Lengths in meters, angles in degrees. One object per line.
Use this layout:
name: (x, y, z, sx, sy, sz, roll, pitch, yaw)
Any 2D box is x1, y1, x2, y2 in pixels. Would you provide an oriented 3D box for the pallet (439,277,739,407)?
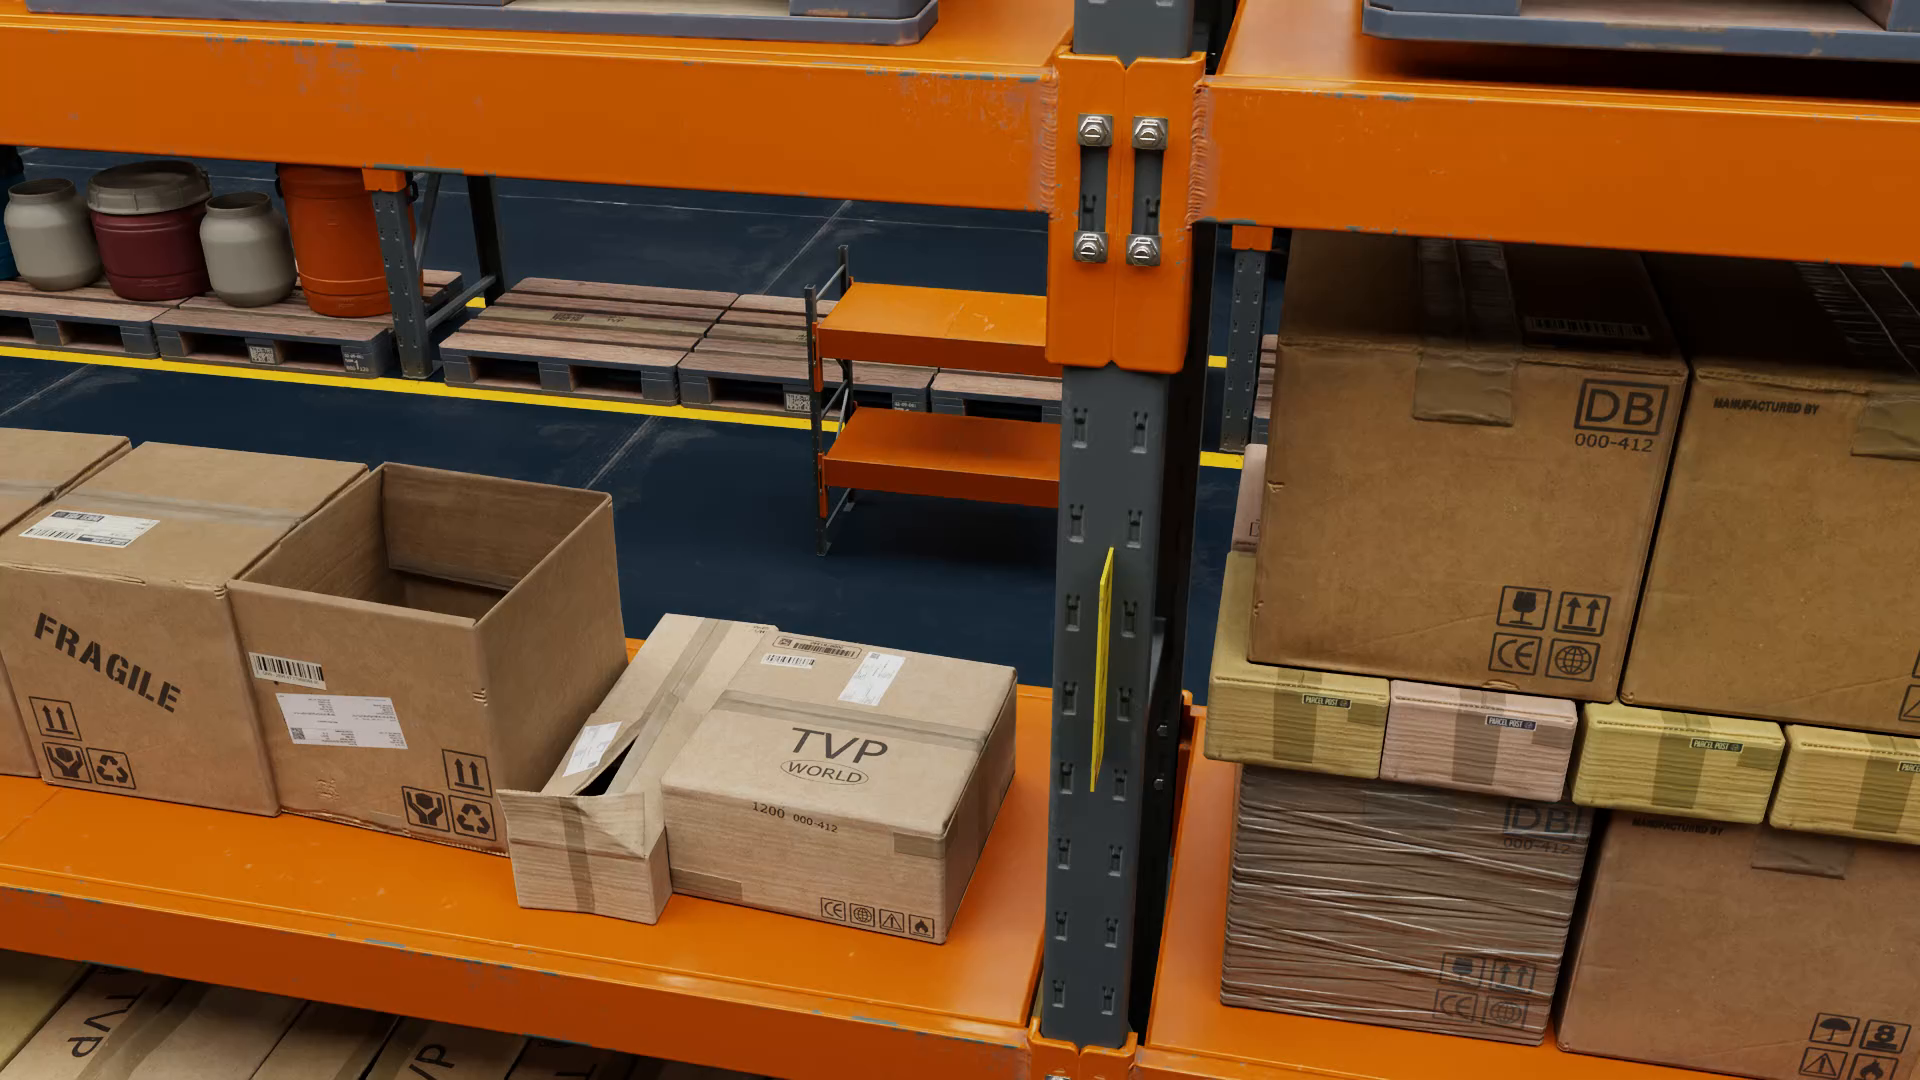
pallet: (-1.833, -1.018, 8.389, 1.213, 0.211, 1.003, 6, 29, 11)

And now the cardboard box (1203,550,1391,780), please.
cardboard box: (0.513, 0.180, 2.519, 0.250, 0.149, 0.380, 6, 29, 10)

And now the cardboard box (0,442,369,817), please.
cardboard box: (-1.462, 0.158, 3.233, 0.500, 0.500, 0.500, 6, 29, 11)

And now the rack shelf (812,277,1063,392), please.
rack shelf: (-0.007, -0.751, 6.341, 1.000, 0.278, 0.538, 6, 29, 11)

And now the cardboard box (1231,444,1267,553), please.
cardboard box: (0.601, -0.012, 2.868, 0.250, 0.149, 0.380, 6, 29, 11)

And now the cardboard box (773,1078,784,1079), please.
cardboard box: (-0.165, 1.260, 3.167, 0.500, 0.311, 0.500, 6, 29, 11)

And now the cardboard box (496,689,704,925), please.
cardboard box: (-0.607, 0.447, 2.950, 0.258, 0.266, 0.396, 5, 29, 9)

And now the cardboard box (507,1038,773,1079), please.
cardboard box: (-0.675, 1.211, 3.257, 0.500, 0.311, 0.500, 7, 29, 12)

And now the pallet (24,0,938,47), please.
pallet: (-0.575, -0.924, 2.390, 1.217, 0.209, 0.805, 5, 29, 9)

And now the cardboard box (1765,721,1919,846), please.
cardboard box: (1.268, 0.255, 2.380, 0.250, 0.149, 0.380, 6, 29, 10)

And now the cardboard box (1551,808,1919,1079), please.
cardboard box: (1.243, 0.438, 2.723, 0.500, 0.500, 0.700, 6, 29, 10)

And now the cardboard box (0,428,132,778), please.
cardboard box: (-1.977, 0.106, 3.329, 0.500, 0.500, 0.500, 4, 29, 8)

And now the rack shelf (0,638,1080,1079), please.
rack shelf: (-1.665, 0.505, 3.453, 4.000, 0.370, 1.077, 6, 29, 11)

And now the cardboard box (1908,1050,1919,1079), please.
cardboard box: (1.733, 0.490, 2.628, 0.500, 0.500, 0.700, 6, 29, 11)

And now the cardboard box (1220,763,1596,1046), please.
cardboard box: (0.726, 0.388, 2.814, 0.500, 0.500, 0.700, 5, 29, 9)

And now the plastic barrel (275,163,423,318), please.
plastic barrel: (-3.065, -1.610, 8.390, 0.708, 0.830, 0.600, 6, 29, 11)

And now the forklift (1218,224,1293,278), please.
forklift: (2.289, -2.949, 9.084, 3.031, 2.935, 1.130, 13, 31, 23)

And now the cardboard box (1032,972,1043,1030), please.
cardboard box: (-0.061, 1.008, 3.628, 0.500, 0.311, 0.500, 6, 29, 11)

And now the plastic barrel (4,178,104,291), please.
plastic barrel: (-4.740, -1.599, 8.700, 0.421, 0.512, 0.421, 0, 29, 0)

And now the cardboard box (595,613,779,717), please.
cardboard box: (-0.533, 0.315, 3.312, 0.250, 0.149, 0.380, 6, 29, 11)

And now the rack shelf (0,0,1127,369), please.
rack shelf: (-1.665, -0.811, 2.733, 4.000, 0.370, 1.077, 6, 29, 11)

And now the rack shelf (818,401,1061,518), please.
rack shelf: (-0.007, -0.280, 6.599, 1.000, 0.278, 0.538, 6, 29, 11)

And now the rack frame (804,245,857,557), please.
rack frame: (-0.504, -0.545, 6.574, 0.032, 1.125, 0.500, 6, 29, 11)

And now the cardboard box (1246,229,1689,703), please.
cardboard box: (0.726, -0.181, 2.502, 0.500, 0.500, 0.700, 6, 29, 11)

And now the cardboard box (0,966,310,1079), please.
cardboard box: (-1.654, 1.107, 3.445, 0.500, 0.311, 0.500, 5, 29, 10)

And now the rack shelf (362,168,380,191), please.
rack shelf: (-4.539, -2.222, 8.434, 4.000, 0.370, 1.077, 6, 29, 11)

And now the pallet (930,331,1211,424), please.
pallet: (0.553, -0.773, 7.942, 1.213, 0.211, 1.003, 6, 29, 11)

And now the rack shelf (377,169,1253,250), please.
rack shelf: (-0.627, -1.821, 7.701, 4.000, 0.370, 1.077, 6, 29, 11)

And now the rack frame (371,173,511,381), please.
rack frame: (-2.583, -2.337, 7.895, 0.127, 3.000, 1.000, 6, 29, 11)

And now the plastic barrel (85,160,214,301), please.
plastic barrel: (-4.169, -1.618, 8.655, 0.708, 0.588, 0.600, 6, 29, 11)

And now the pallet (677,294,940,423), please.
pallet: (-0.644, -0.894, 8.164, 1.213, 0.211, 1.003, 6, 29, 11)

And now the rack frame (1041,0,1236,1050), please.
rack frame: (0.290, 0.392, 2.911, 0.053, 2.616, 0.949, 6, 29, 11)

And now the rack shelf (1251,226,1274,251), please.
rack shelf: (3.285, -1.420, 6.969, 4.000, 0.370, 1.077, 6, 29, 11)

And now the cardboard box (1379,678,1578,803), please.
cardboard box: (0.759, 0.205, 2.473, 0.250, 0.149, 0.380, 6, 29, 11)

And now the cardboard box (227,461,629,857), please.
cardboard box: (-0.972, 0.209, 3.141, 0.500, 0.500, 0.500, 8, 30, 14)

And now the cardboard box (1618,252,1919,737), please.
cardboard box: (1.220, -0.131, 2.411, 0.500, 0.500, 0.700, 6, 29, 10)

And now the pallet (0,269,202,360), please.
pallet: (-4.552, -1.297, 8.899, 1.213, 0.211, 1.003, 6, 29, 11)

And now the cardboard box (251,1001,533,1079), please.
cardboard box: (-1.163, 1.160, 3.350, 0.500, 0.311, 0.500, 6, 29, 10)

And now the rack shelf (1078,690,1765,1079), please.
rack shelf: (2.247, 0.906, 2.720, 4.000, 0.370, 1.077, 6, 29, 11)

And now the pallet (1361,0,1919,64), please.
pallet: (1.130, -0.813, 2.081, 1.213, 0.211, 1.003, 6, 29, 11)

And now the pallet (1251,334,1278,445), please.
pallet: (1.977, -0.626, 7.673, 1.213, 0.211, 1.003, 6, 29, 11)

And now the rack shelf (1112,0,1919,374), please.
rack shelf: (2.247, -0.410, 2.000, 4.000, 0.370, 1.077, 6, 29, 11)

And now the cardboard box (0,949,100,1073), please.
cardboard box: (-2.156, 1.056, 3.539, 0.500, 0.311, 0.500, 5, 29, 9)

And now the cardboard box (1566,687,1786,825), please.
cardboard box: (1.011, 0.230, 2.427, 0.250, 0.149, 0.380, 5, 29, 9)

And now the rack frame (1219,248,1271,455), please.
rack frame: (1.329, -1.936, 7.162, 0.127, 3.000, 1.000, 6, 29, 11)

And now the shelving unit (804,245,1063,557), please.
shelving unit: (-0.007, -0.494, 6.481, 1.048, 1.125, 0.538, 6, 29, 11)

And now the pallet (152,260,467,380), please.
pallet: (-3.363, -1.173, 8.673, 1.213, 0.211, 1.003, 6, 29, 11)

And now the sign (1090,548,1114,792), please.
sign: (0.187, 0.173, 2.188, 0.005, 0.325, 0.100, 6, 29, 11)

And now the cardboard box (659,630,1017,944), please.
cardboard box: (-0.200, 0.427, 3.003, 0.500, 0.250, 0.500, 8, 30, 14)

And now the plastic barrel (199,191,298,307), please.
plastic barrel: (-3.636, -1.486, 8.493, 0.421, 0.512, 0.421, 0, 29, 0)

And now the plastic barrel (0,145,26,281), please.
plastic barrel: (-5.274, -1.868, 8.787, 0.708, 0.901, 0.600, 6, 29, 11)
